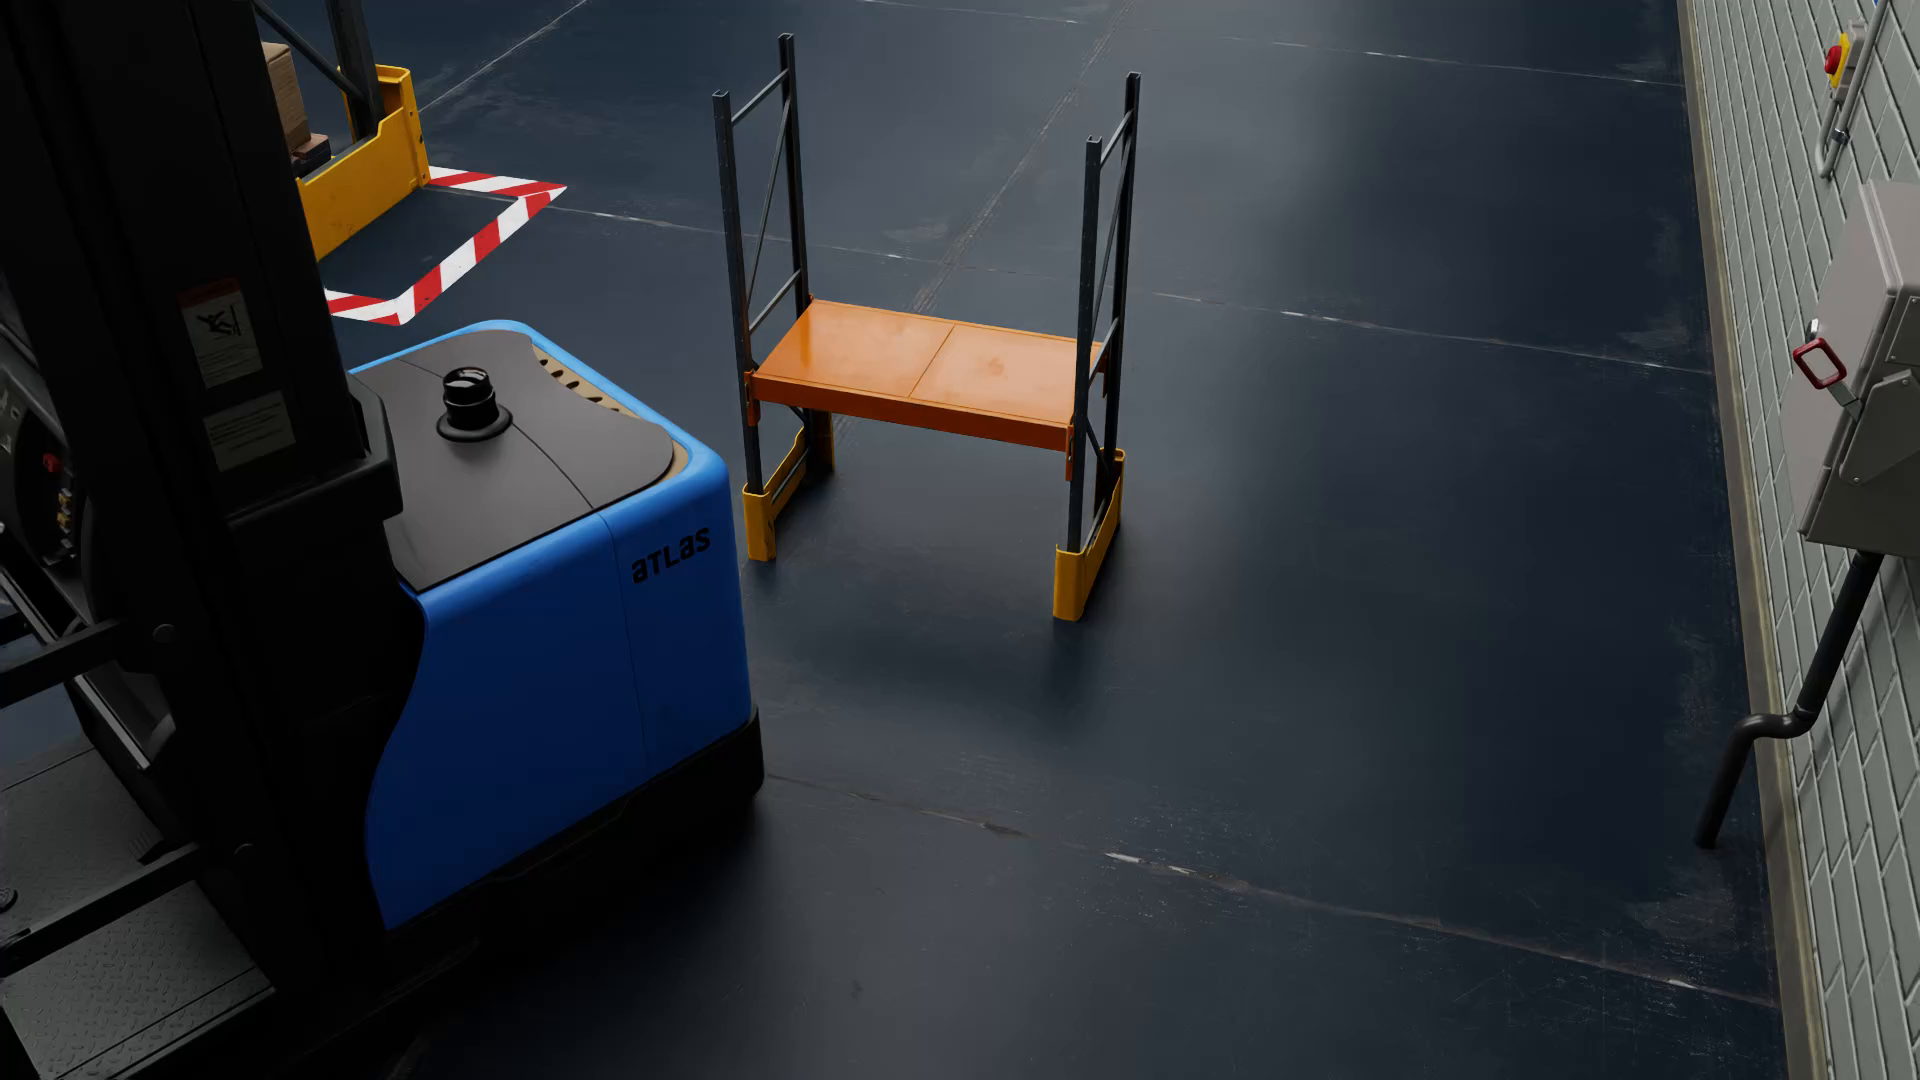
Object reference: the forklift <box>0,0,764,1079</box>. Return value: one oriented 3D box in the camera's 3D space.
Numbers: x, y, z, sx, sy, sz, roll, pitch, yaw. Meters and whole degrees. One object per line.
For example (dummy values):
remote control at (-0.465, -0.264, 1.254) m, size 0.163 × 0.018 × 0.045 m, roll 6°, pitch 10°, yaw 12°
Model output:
forklift at (-1.933, -0.109, 3.004) m, size 3.031 × 2.935 × 1.130 m, roll -29°, pitch 45°, yaw -33°

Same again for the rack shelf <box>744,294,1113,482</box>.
rack shelf at (-0.081, -0.474, 5.011) m, size 1.000 × 0.185 × 0.538 m, roll 10°, pitch 38°, yaw 14°

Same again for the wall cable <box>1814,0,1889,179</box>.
wall cable at (2.643, -2.009, 4.645) m, size 0.123 × 1.953 × 0.585 m, roll 10°, pitch 38°, yaw 14°

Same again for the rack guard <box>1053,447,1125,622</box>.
rack guard at (0.403, -0.026, 5.153) m, size 0.087 × 0.250 × 0.587 m, roll 10°, pitch 38°, yaw 14°

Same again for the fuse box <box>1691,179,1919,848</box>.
fuse box at (1.877, 0.094, 3.757) m, size 0.414 × 1.711 × 0.539 m, roll 10°, pitch 38°, yaw 14°

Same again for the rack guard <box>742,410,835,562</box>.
rack guard at (-0.548, -0.202, 5.392) m, size 0.087 × 0.250 × 0.587 m, roll 10°, pitch 38°, yaw 14°

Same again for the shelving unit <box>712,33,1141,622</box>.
shelving unit at (-0.073, -0.618, 4.902) m, size 1.083 × 1.500 × 0.587 m, roll 10°, pitch 38°, yaw 14°

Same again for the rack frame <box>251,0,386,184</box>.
rack frame at (-2.747, -2.571, 6.291) m, size 0.127 × 3.000 × 1.000 m, roll 10°, pitch 38°, yaw 14°

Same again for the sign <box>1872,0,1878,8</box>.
sign at (2.715, -1.713, 4.897) m, size 0.001 × 0.218 × 0.327 m, roll 10°, pitch 38°, yaw 14°

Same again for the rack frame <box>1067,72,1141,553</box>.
rack frame at (0.404, -0.529, 4.783) m, size 0.032 × 1.500 × 0.500 m, roll 10°, pitch 38°, yaw 14°

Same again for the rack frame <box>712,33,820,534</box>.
rack frame at (-0.567, -0.709, 5.027) m, size 0.032 × 1.500 × 0.500 m, roll 10°, pitch 38°, yaw 14°

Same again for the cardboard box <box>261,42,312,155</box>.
cardboard box at (-3.406, -1.768, 7.008) m, size 0.875 × 0.438 × 0.875 m, roll 9°, pitch 37°, yaw 12°

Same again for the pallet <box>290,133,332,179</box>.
pallet at (-3.533, -1.545, 7.250) m, size 1.213 × 0.211 × 1.003 m, roll 10°, pitch 38°, yaw 14°

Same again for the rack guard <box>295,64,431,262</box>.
rack guard at (-2.724, -1.560, 7.026) m, size 0.348 × 0.500 × 1.175 m, roll 10°, pitch 38°, yaw 14°
